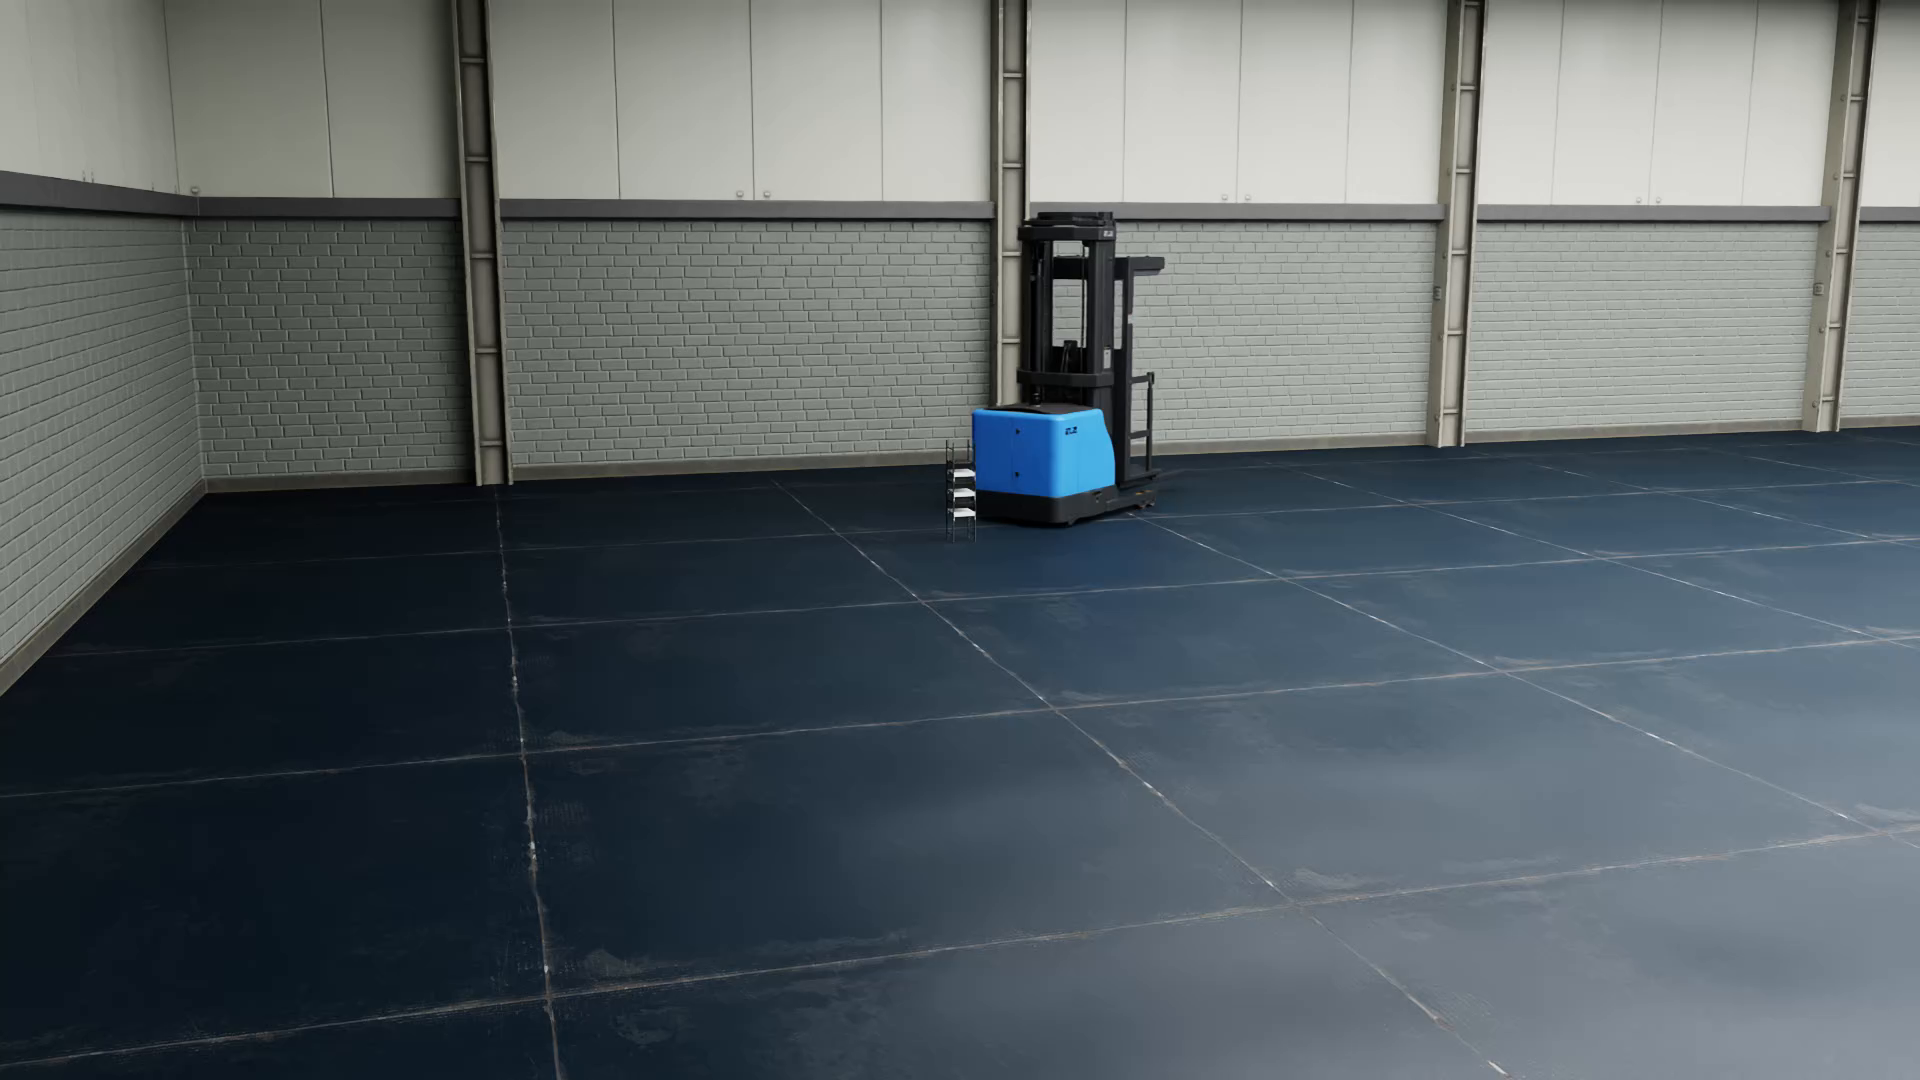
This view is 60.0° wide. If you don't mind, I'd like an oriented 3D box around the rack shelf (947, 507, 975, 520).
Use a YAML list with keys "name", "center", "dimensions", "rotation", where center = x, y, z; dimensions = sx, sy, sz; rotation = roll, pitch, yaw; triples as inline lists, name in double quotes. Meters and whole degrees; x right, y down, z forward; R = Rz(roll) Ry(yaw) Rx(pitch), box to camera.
- name: "rack shelf"
  center: [0.008, -0.233, 15.006]
  dimensions: [0.200, 0.077, 0.258]
  rotation: [-3, 11, -16]

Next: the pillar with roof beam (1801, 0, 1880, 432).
- name: "pillar with roof beam"
  center: [13.313, -5.220, 18.548]
  dimensions: [0.400, 9.000, 9.100]
  rotation: [-3, 11, -16]

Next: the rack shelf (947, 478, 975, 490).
- name: "rack shelf"
  center: [0.008, -0.499, 14.957]
  dimensions: [0.200, 0.077, 0.258]
  rotation: [-3, 11, -16]

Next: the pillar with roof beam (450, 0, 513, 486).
- name: "pillar with roof beam"
  center: [-3.970, -4.309, 13.601]
  dimensions: [0.400, 9.000, 9.100]
  rotation: [-3, 11, -16]

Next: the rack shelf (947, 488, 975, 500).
- name: "rack shelf"
  center: [0.008, -0.410, 14.973]
  dimensions: [0.200, 0.077, 0.258]
  rotation: [-3, 11, -16]

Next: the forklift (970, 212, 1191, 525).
- name: "forklift"
  center: [1.356, -1.799, 16.725]
  dimensions: [1.130, 2.935, 3.031]
  rotation: [7, 13, 34]

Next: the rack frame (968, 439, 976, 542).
- name: "rack frame"
  center: [0.105, -0.448, 14.995]
  dimensions: [0.006, 0.900, 0.240]
  rotation: [-3, 11, -16]

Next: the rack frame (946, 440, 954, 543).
- name: "rack frame"
  center: [-0.090, -0.438, 14.939]
  dimensions: [0.006, 0.900, 0.240]
  rotation: [-3, 11, -16]

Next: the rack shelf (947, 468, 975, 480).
- name: "rack shelf"
  center: [0.008, -0.587, 14.941]
  dimensions: [0.200, 0.077, 0.258]
  rotation: [-3, 11, -16]

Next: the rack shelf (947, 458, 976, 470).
- name: "rack shelf"
  center: [0.008, -0.676, 14.924]
  dimensions: [0.200, 0.077, 0.258]
  rotation: [-3, 11, -16]

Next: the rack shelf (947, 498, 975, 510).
- name: "rack shelf"
  center: [0.008, -0.322, 14.990]
  dimensions: [0.200, 0.077, 0.258]
  rotation: [-3, 11, -16]

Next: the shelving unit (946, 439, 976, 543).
- name: "shelving unit"
  center: [0.008, -0.443, 14.967]
  dimensions: [0.210, 0.900, 0.258]
  rotation: [-3, 11, -16]

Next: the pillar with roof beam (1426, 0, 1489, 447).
- name: "pillar with roof beam"
  center: [7.552, -4.917, 16.899]
  dimensions: [0.400, 9.000, 9.100]
  rotation: [-3, 11, -16]

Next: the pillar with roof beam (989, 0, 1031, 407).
- name: "pillar with roof beam"
  center: [1.791, -4.613, 15.250]
  dimensions: [0.400, 9.000, 9.100]
  rotation: [-3, 11, -16]
